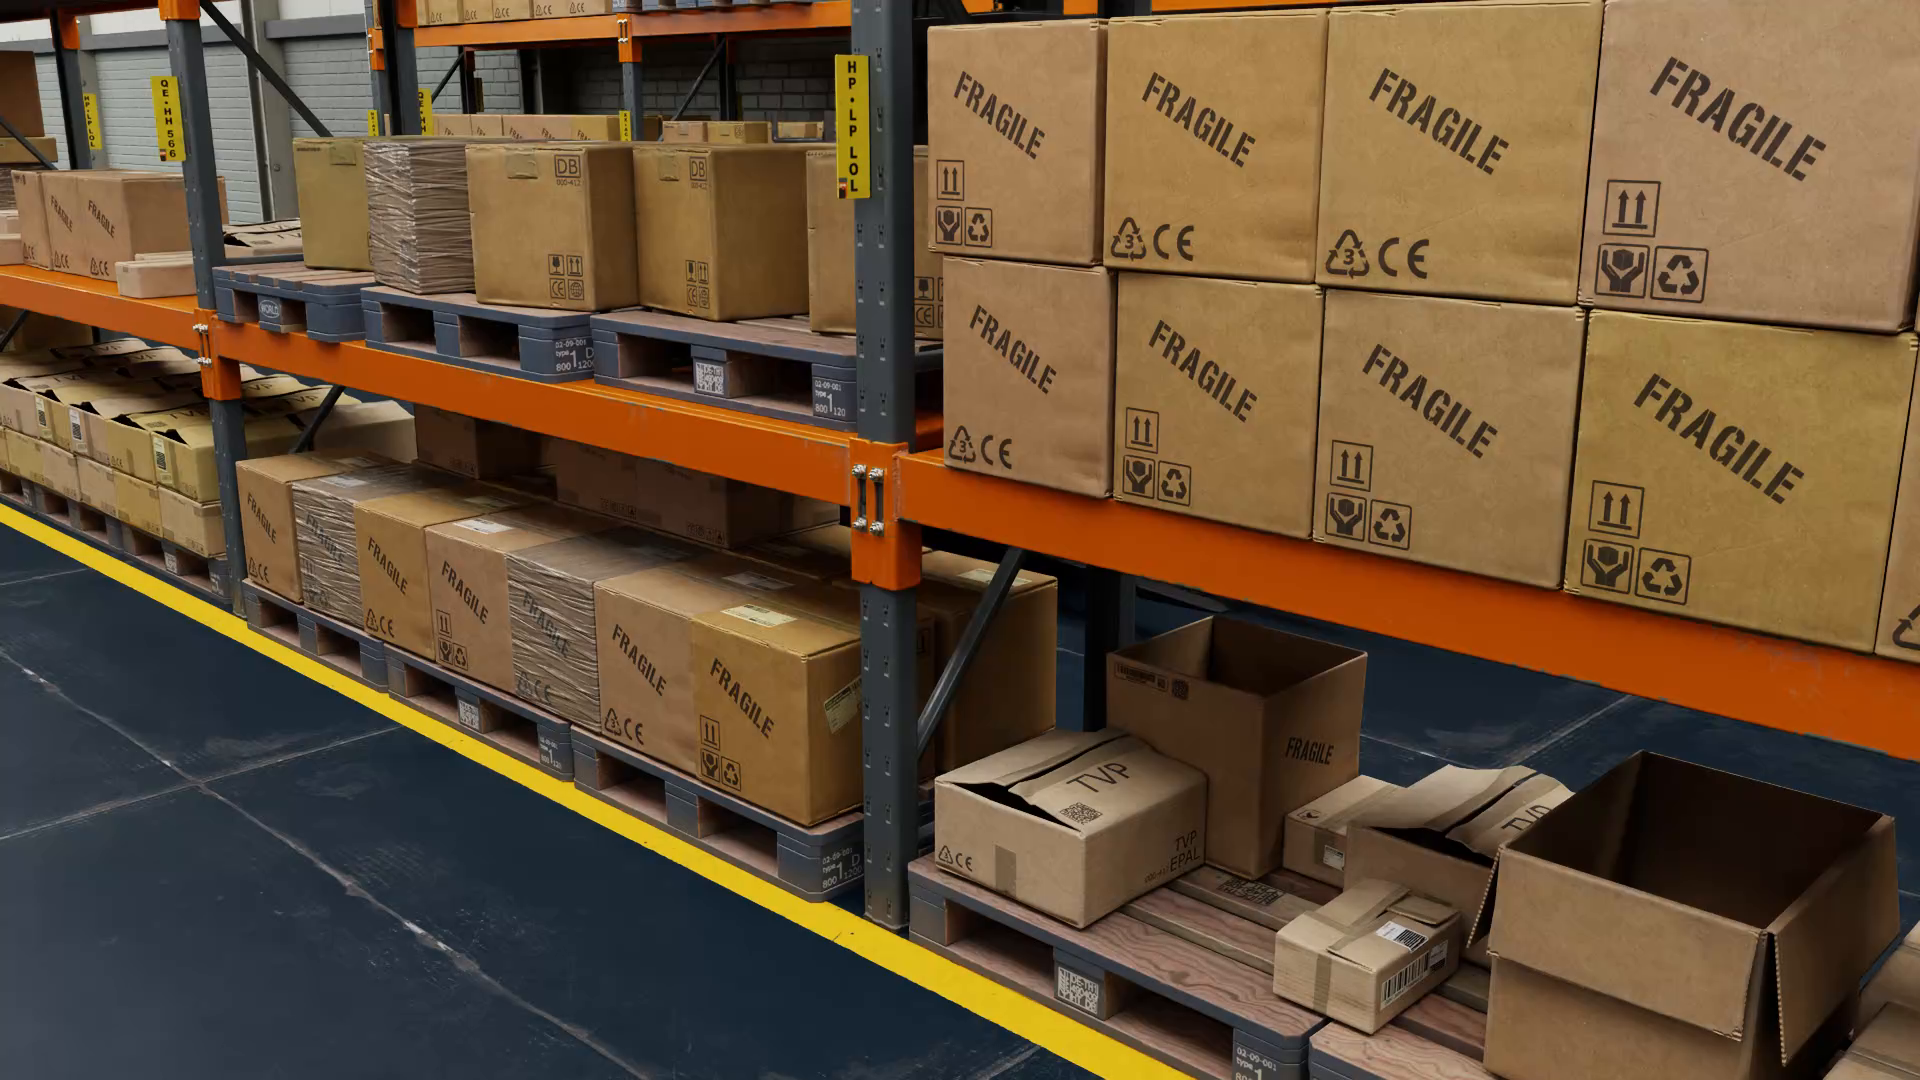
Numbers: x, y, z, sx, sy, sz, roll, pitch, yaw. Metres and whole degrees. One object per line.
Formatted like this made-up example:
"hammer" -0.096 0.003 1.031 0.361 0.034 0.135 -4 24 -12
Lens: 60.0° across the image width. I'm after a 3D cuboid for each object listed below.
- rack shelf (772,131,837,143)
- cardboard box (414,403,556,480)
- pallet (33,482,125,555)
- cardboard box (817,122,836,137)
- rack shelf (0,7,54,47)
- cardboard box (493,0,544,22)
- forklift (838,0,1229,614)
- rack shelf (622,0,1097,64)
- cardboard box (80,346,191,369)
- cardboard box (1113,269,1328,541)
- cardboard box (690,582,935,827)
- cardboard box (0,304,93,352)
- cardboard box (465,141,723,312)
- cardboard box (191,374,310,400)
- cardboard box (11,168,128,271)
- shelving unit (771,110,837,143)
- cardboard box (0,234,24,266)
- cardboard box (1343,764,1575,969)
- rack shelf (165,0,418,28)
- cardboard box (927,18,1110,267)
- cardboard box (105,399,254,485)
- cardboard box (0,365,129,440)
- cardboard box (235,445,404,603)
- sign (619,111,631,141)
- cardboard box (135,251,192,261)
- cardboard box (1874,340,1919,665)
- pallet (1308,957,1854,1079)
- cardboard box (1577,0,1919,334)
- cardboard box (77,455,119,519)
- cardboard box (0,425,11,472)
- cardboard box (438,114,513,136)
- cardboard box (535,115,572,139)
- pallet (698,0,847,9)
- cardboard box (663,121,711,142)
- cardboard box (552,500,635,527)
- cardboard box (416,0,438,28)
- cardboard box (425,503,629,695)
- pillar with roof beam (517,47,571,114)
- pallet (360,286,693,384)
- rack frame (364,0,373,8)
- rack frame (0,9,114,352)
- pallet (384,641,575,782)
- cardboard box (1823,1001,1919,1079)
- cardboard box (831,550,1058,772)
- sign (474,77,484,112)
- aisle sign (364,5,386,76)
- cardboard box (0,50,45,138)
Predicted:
"rack shelf" -0.690 -1.915 8.880 0.431 0.518 0.480 -12 18 -38
"cardboard box" -1.868 -0.442 6.777 0.500 0.250 0.500 -14 20 -42
"pallet" -4.187 -0.221 8.862 1.213 0.211 1.003 14 20 42
"cardboard box" -0.569 -2.661 11.626 0.500 0.500 0.700 14 20 42
"rack shelf" -7.067 -3.359 10.854 4.000 0.370 1.077 14 20 42
"cardboard box" -3.507 -4.540 13.719 0.500 0.500 0.500 13 19 40
"forklift" 0.364 -1.277 7.519 1.130 2.935 3.031 -11 18 -36
"rack shelf" -0.751 -3.559 11.620 4.000 0.370 1.077 14 20 42
"cardboard box" -4.757 -0.941 9.603 0.500 0.311 0.500 -14 20 -43
"cardboard box" 0.681 -0.327 3.538 0.500 0.500 0.500 14 20 43
"cardboard box" -0.422 0.457 4.816 0.500 0.500 0.500 14 20 42
"cardboard box" -5.743 -1.279 10.526 0.500 0.500 0.500 14 20 42
"cardboard box" -1.183 -1.055 5.502 0.500 0.500 0.700 8 17 28
"cardboard box" -3.670 -0.675 8.581 0.500 0.311 0.500 13 19 41
"cardboard box" -4.706 -1.725 8.904 0.500 0.500 0.500 -13 19 -40
"shelving unit" -0.684 -1.249 9.045 0.431 2.100 0.503 -12 18 -38
"cardboard box" -5.131 -1.592 9.092 0.250 0.149 0.380 14 20 42
"cardboard box" 1.279 0.762 4.019 0.500 0.311 0.500 14 20 42
"rack shelf" -1.308 -1.959 5.480 4.000 0.370 1.077 14 20 42
"cardboard box" 0.276 -0.905 3.773 0.500 0.500 0.500 -14 20 -43
"cardboard box" -3.674 -0.487 7.859 0.500 0.311 0.500 13 20 41
"cardboard box" -4.772 -0.753 8.883 0.500 0.311 0.500 13 19 40
"cardboard box" -2.618 -0.078 6.866 0.500 0.500 0.500 -13 20 -42
"sign" -2.562 -3.125 12.759 0.005 0.325 0.100 14 20 42
"cardboard box" -3.705 -1.297 7.960 0.380 0.149 0.250 -13 19 -40
"cardboard box" 1.769 -0.062 2.521 0.500 0.500 0.500 14 20 43
"pallet" 1.508 1.178 3.494 1.213 0.211 1.003 14 20 42
"cardboard box" 1.390 -0.634 2.735 0.500 0.500 0.500 -14 20 -42
"cardboard box" -4.029 -0.304 8.272 0.500 0.250 0.500 -14 20 -43
"cardboard box" -5.141 -0.573 9.304 0.500 0.250 0.500 -14 20 -43
"cardboard box" -4.219 -3.488 14.639 0.500 0.500 0.500 13 19 40
"cardboard box" -3.109 -3.219 13.606 0.500 0.500 0.500 14 20 42
"pallet" -1.072 -3.858 11.713 1.003 0.211 1.213 14 20 42
"cardboard box" -1.849 -2.972 12.817 0.500 0.500 0.700 14 20 42
"cardboard box" -1.157 0.093 6.210 0.500 0.500 0.500 13 19 40
"cardboard box" -4.642 -4.811 14.760 0.500 0.500 0.500 -13 19 -41
"cardboard box" -1.500 0.192 5.831 0.500 0.500 0.500 13 19 40
"pillar with roof beam" -6.955 -5.662 12.315 0.400 9.000 9.100 14 20 42
"pallet" -1.344 -0.773 5.832 1.213 0.211 1.003 14 20 42
"rack frame" -5.071 -6.409 15.181 0.127 3.000 1.000 14 20 42
"rack frame" -5.627 -1.906 9.798 0.127 3.000 1.000 14 20 42
"pallet" -1.362 0.495 6.115 1.213 0.211 1.003 14 20 42
"cardboard box" 1.786 1.090 2.881 0.500 0.250 0.500 14 20 42
"cardboard box" -0.047 0.362 5.179 0.500 0.500 0.500 13 19 40
"sign" -4.671 -4.316 16.125 0.005 0.325 0.100 14 20 42
"aisle sign" -5.331 -4.722 15.449 0.004 0.787 0.394 14 20 42
"cardboard box" -5.951 -2.659 9.915 0.500 0.500 0.700 14 20 42
